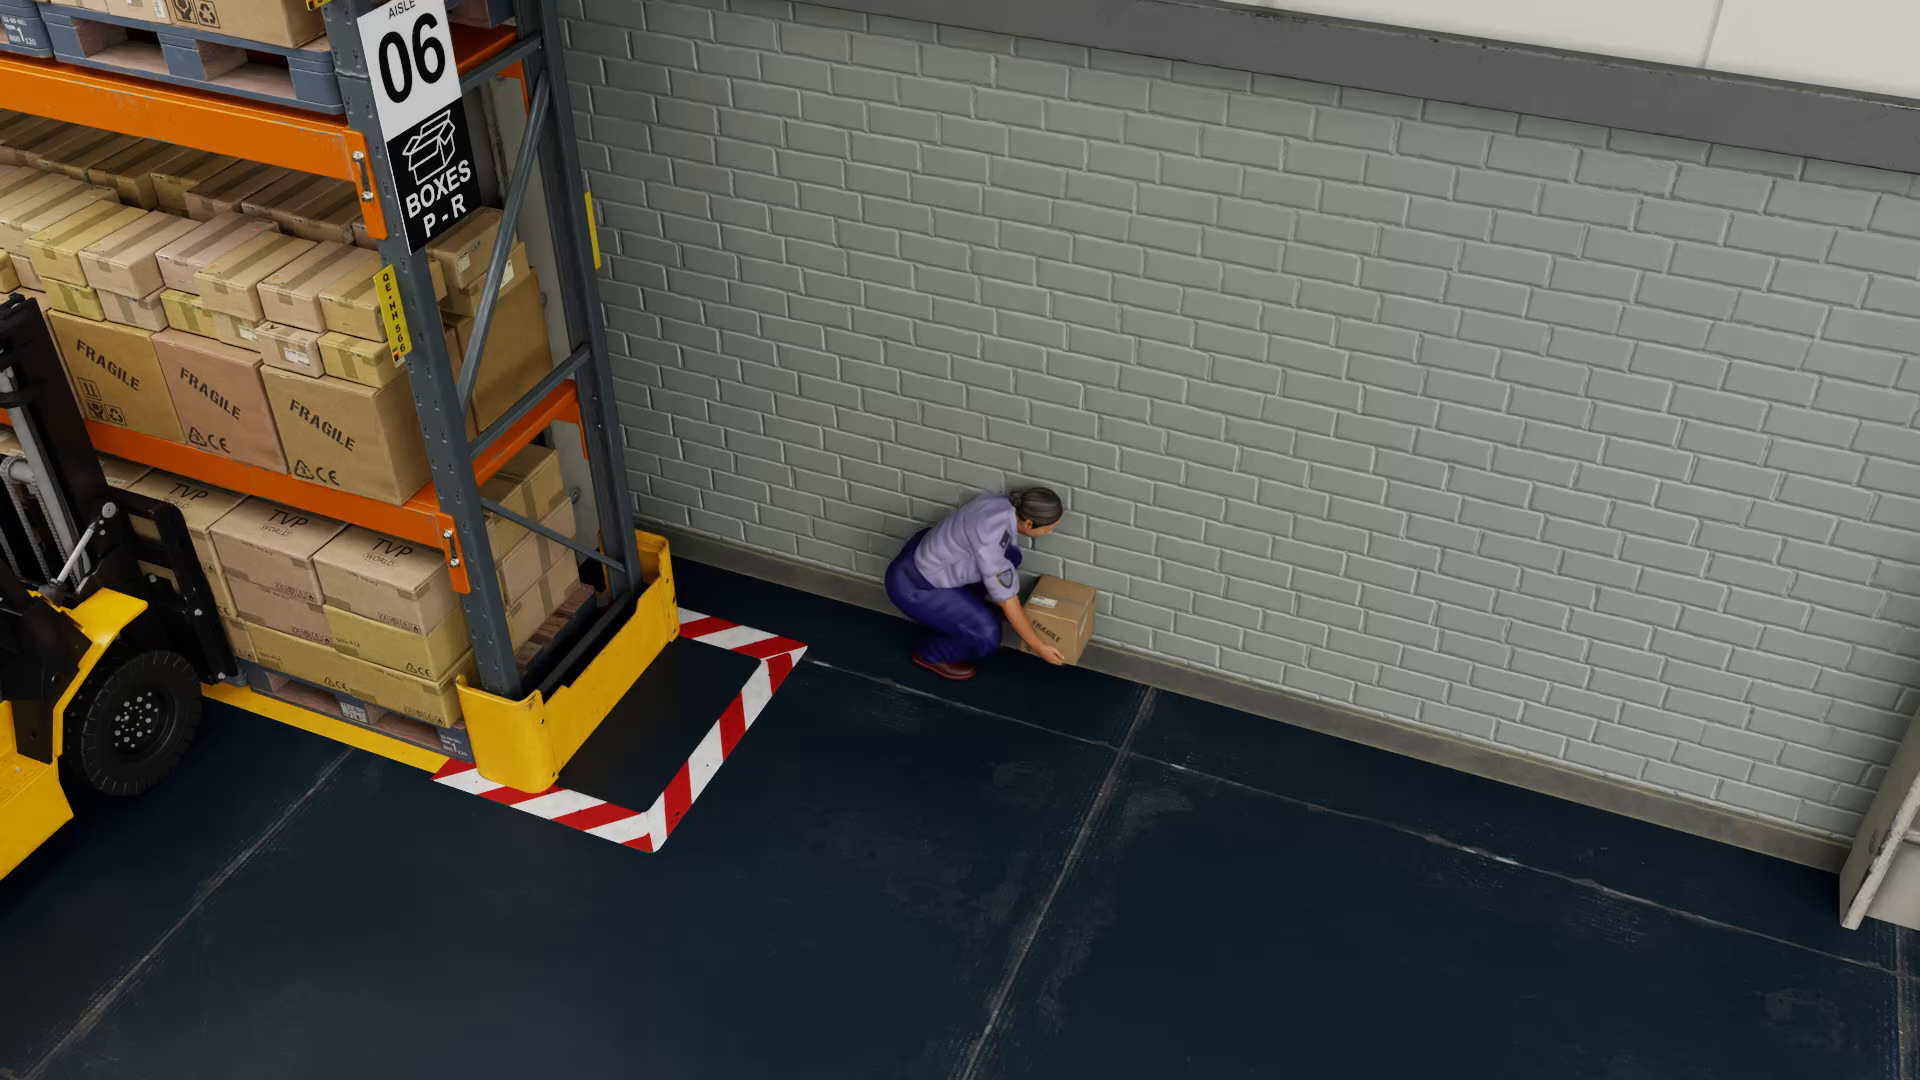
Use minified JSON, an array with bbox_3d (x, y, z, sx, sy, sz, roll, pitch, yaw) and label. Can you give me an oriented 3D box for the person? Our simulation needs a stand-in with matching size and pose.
[{"bbox_3d":[0.110,0.148,7.218,0.850,0.951,0.527,14,40,18],"label":"person"}]
